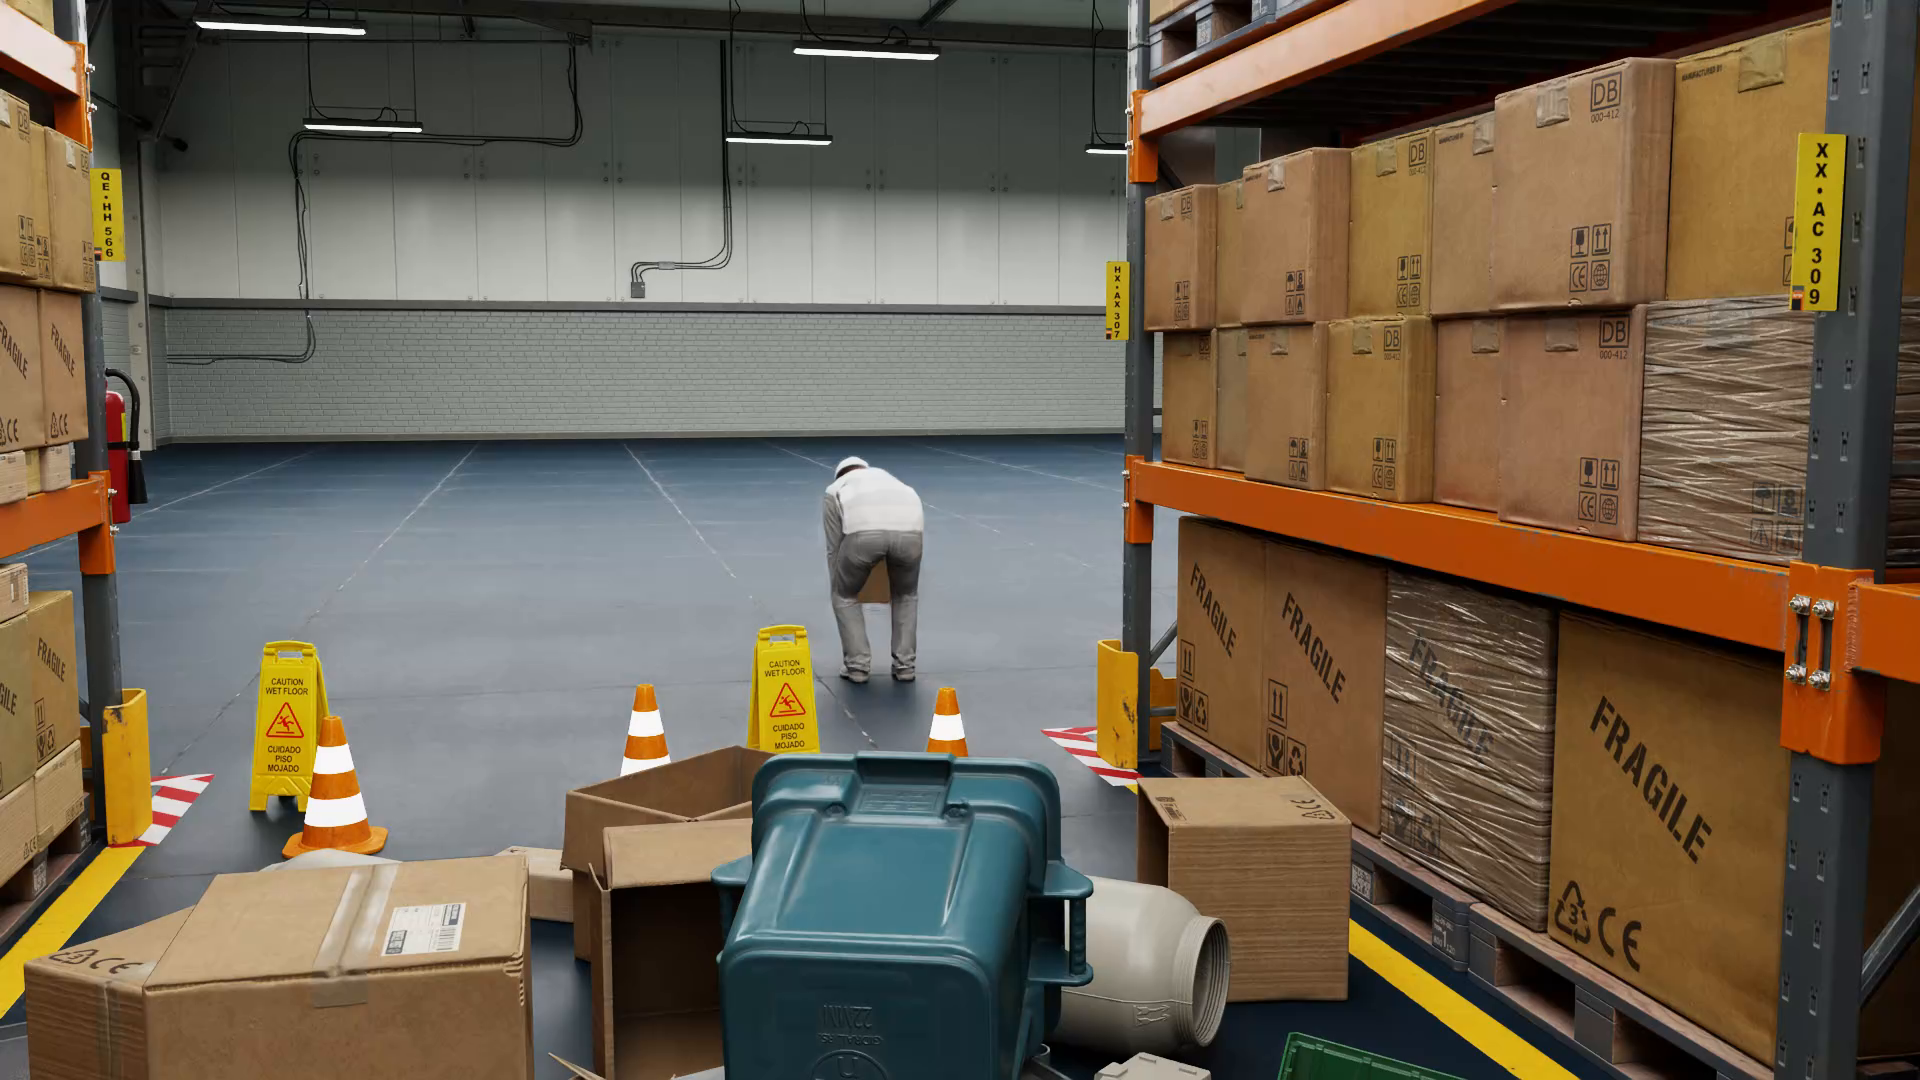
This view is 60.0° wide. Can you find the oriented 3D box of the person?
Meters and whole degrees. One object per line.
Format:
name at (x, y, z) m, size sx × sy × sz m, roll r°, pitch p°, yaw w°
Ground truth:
person at (-0.503, 0.147, 9.245) m, size 0.488 × 1.179 × 0.985 m, roll -2°, pitch 6°, yaw -16°
